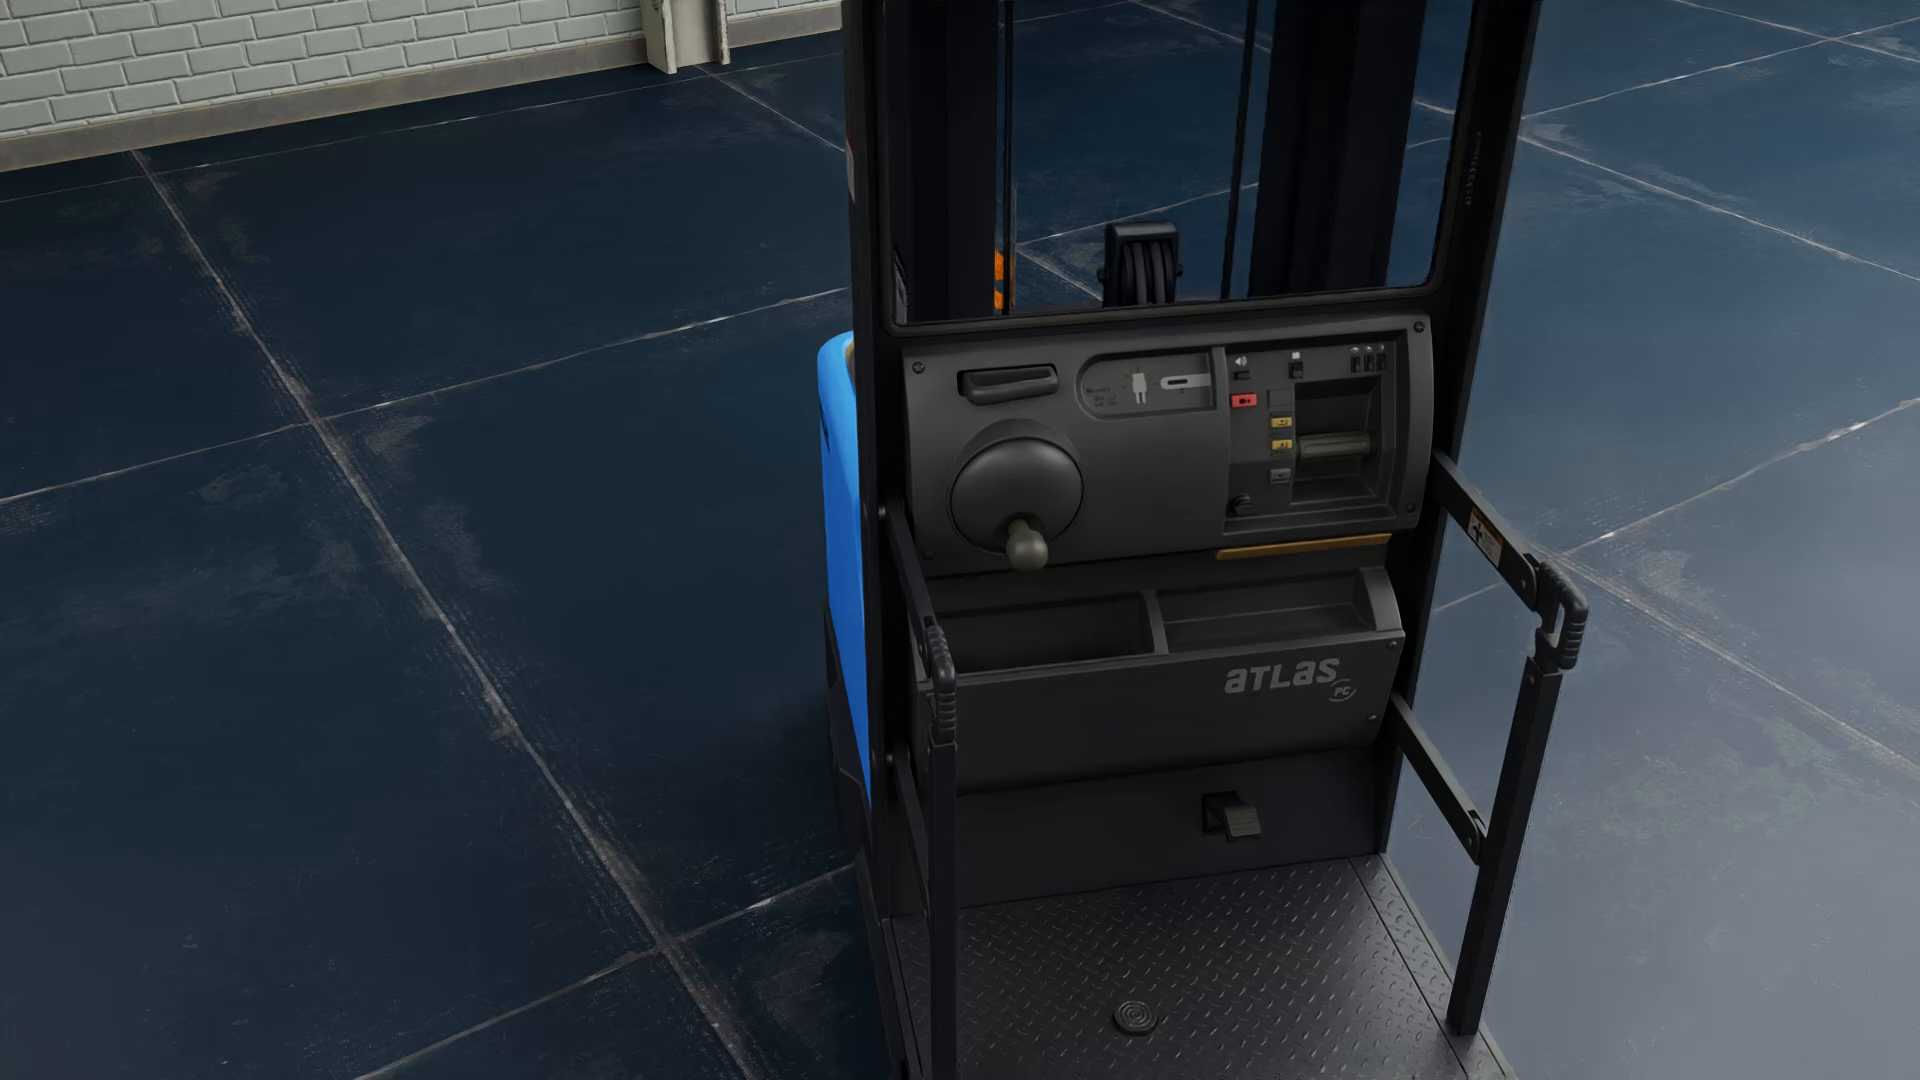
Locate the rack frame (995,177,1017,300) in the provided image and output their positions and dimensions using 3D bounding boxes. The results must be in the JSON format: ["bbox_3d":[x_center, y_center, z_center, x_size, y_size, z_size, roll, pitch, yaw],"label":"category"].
[{"bbox_3d":[0.089,-0.538,4.978,0.006,1.200,0.240,-19,37,-27],"label":"rack frame"}]

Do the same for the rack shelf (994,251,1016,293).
[{"bbox_3d":[0.012,-0.779,4.768,0.180,0.103,0.258,-19,37,-27],"label":"rack shelf"}]

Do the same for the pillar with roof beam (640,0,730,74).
[{"bbox_3d":[0.756,-4.649,4.186,0.400,9.000,9.100,-19,37,-27],"label":"pillar with roof beam"}]

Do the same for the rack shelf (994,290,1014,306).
[{"bbox_3d":[0.012,-0.677,4.832,0.180,0.103,0.258,-19,37,-27],"label":"rack shelf"}]

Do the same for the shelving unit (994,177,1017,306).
[{"bbox_3d":[0.012,-0.512,4.937,0.189,1.200,0.258,-19,37,-27],"label":"shelving unit"}]

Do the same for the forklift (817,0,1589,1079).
[{"bbox_3d":[0.409,-0.115,2.685,1.130,2.935,3.031,-6,33,-9],"label":"forklift"}]
